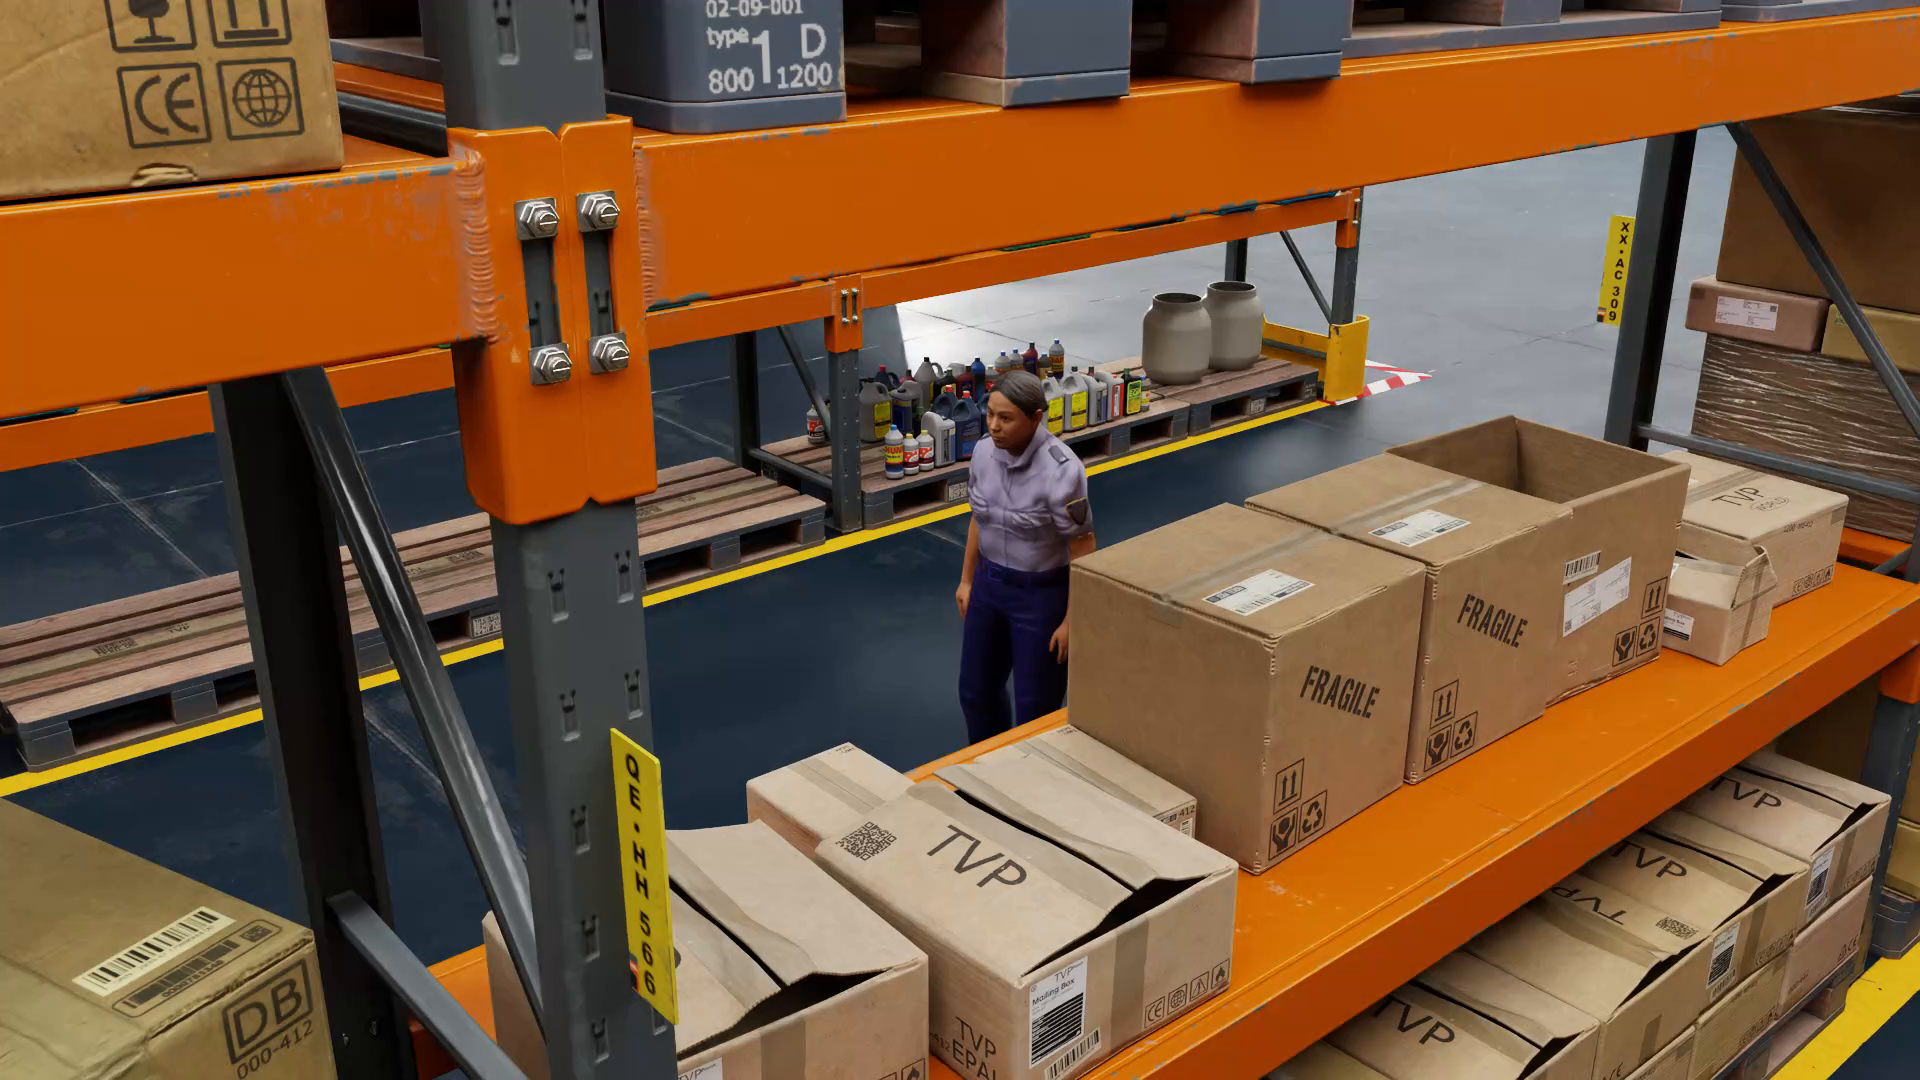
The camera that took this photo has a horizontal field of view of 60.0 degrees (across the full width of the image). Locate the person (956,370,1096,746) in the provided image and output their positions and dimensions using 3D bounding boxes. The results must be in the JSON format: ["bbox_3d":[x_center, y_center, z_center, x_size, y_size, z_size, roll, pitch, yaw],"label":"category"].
[{"bbox_3d":[0.200,0.219,5.545,0.369,1.638,0.561,-19,28,-41],"label":"person"}]
